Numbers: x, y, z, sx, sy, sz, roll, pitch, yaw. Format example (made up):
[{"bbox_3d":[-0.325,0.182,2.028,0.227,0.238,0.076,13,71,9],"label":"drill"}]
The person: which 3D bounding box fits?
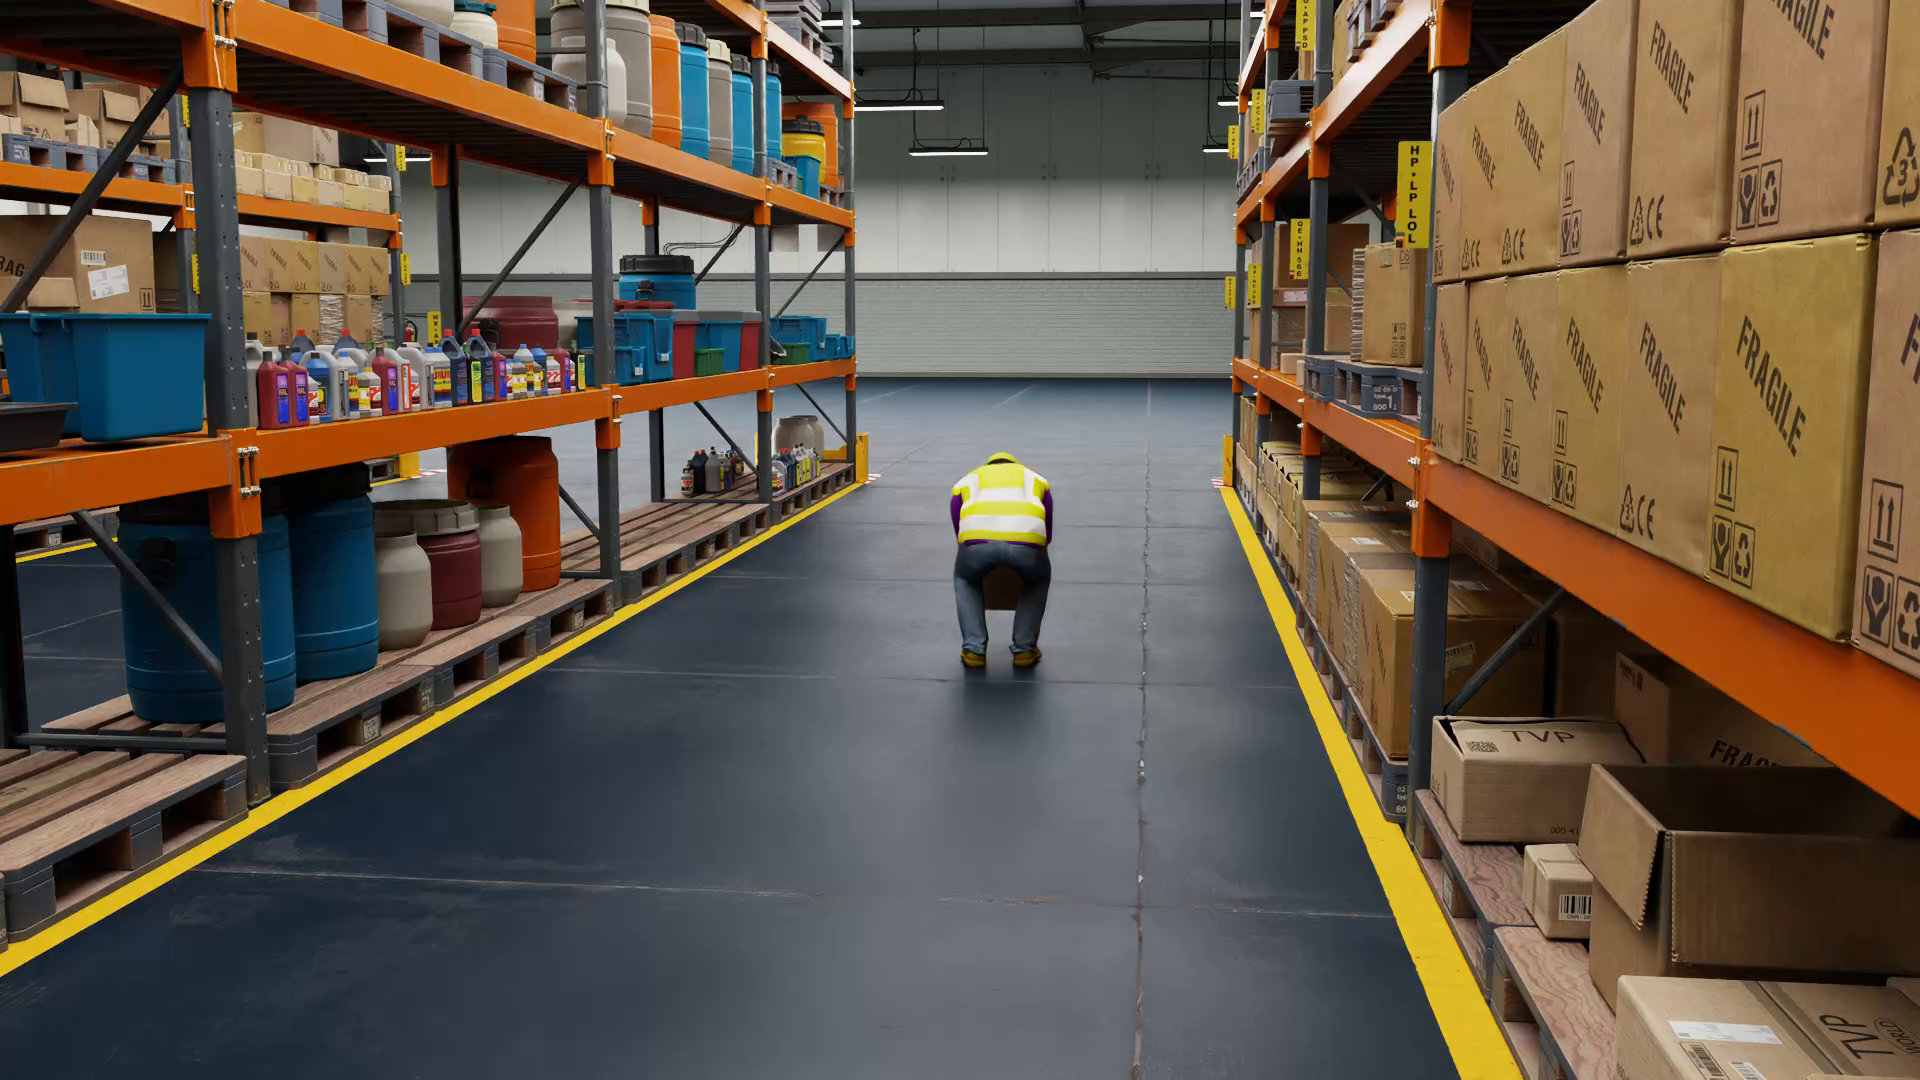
[{"bbox_3d":[0.202,0.108,8.375,0.523,0.985,0.919,1,8,4],"label":"person"}]
